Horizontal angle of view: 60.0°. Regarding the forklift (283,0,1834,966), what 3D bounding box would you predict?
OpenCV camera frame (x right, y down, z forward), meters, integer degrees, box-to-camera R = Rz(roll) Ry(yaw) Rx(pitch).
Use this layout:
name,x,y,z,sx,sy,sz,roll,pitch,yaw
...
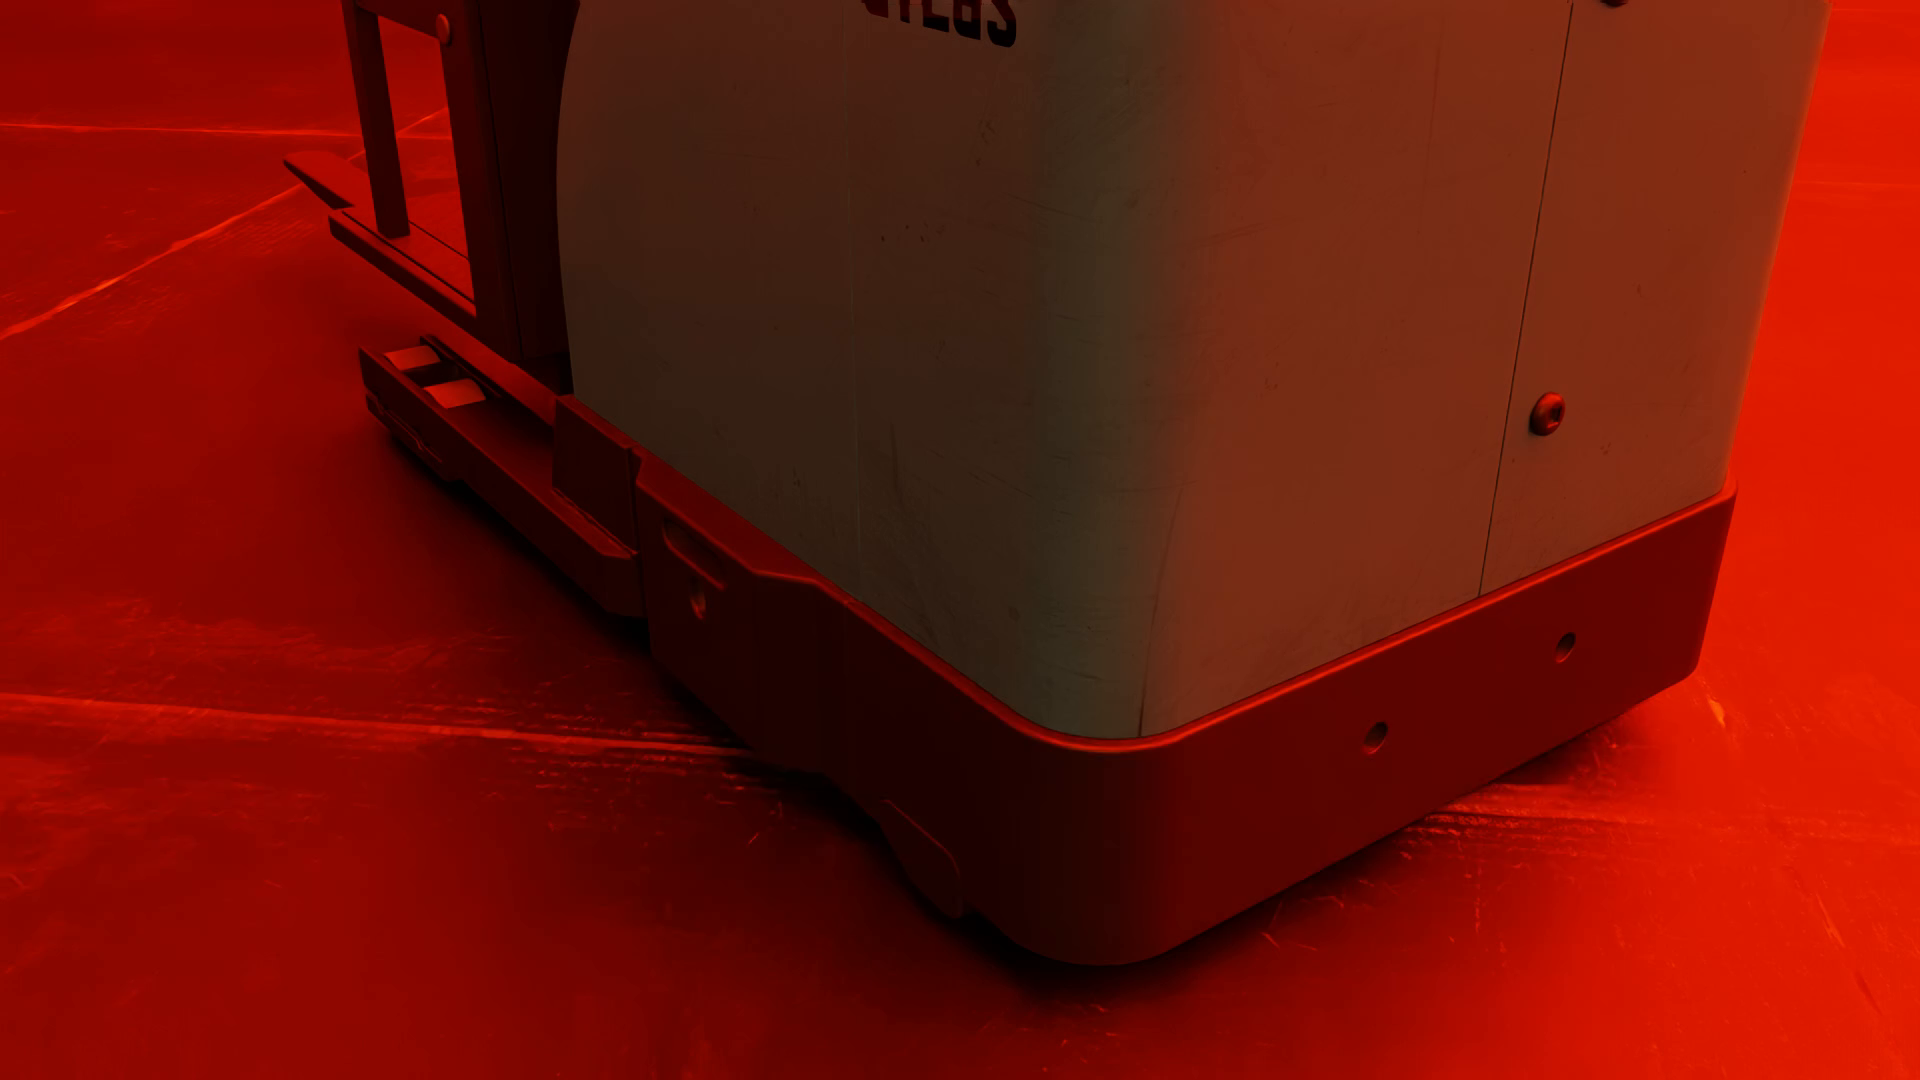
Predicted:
name,x,y,z,sx,sy,sz,roll,pitch,yaw
forklift,-0.356,-1.517,2.257,1.130,2.935,3.031,-18,32,-32
